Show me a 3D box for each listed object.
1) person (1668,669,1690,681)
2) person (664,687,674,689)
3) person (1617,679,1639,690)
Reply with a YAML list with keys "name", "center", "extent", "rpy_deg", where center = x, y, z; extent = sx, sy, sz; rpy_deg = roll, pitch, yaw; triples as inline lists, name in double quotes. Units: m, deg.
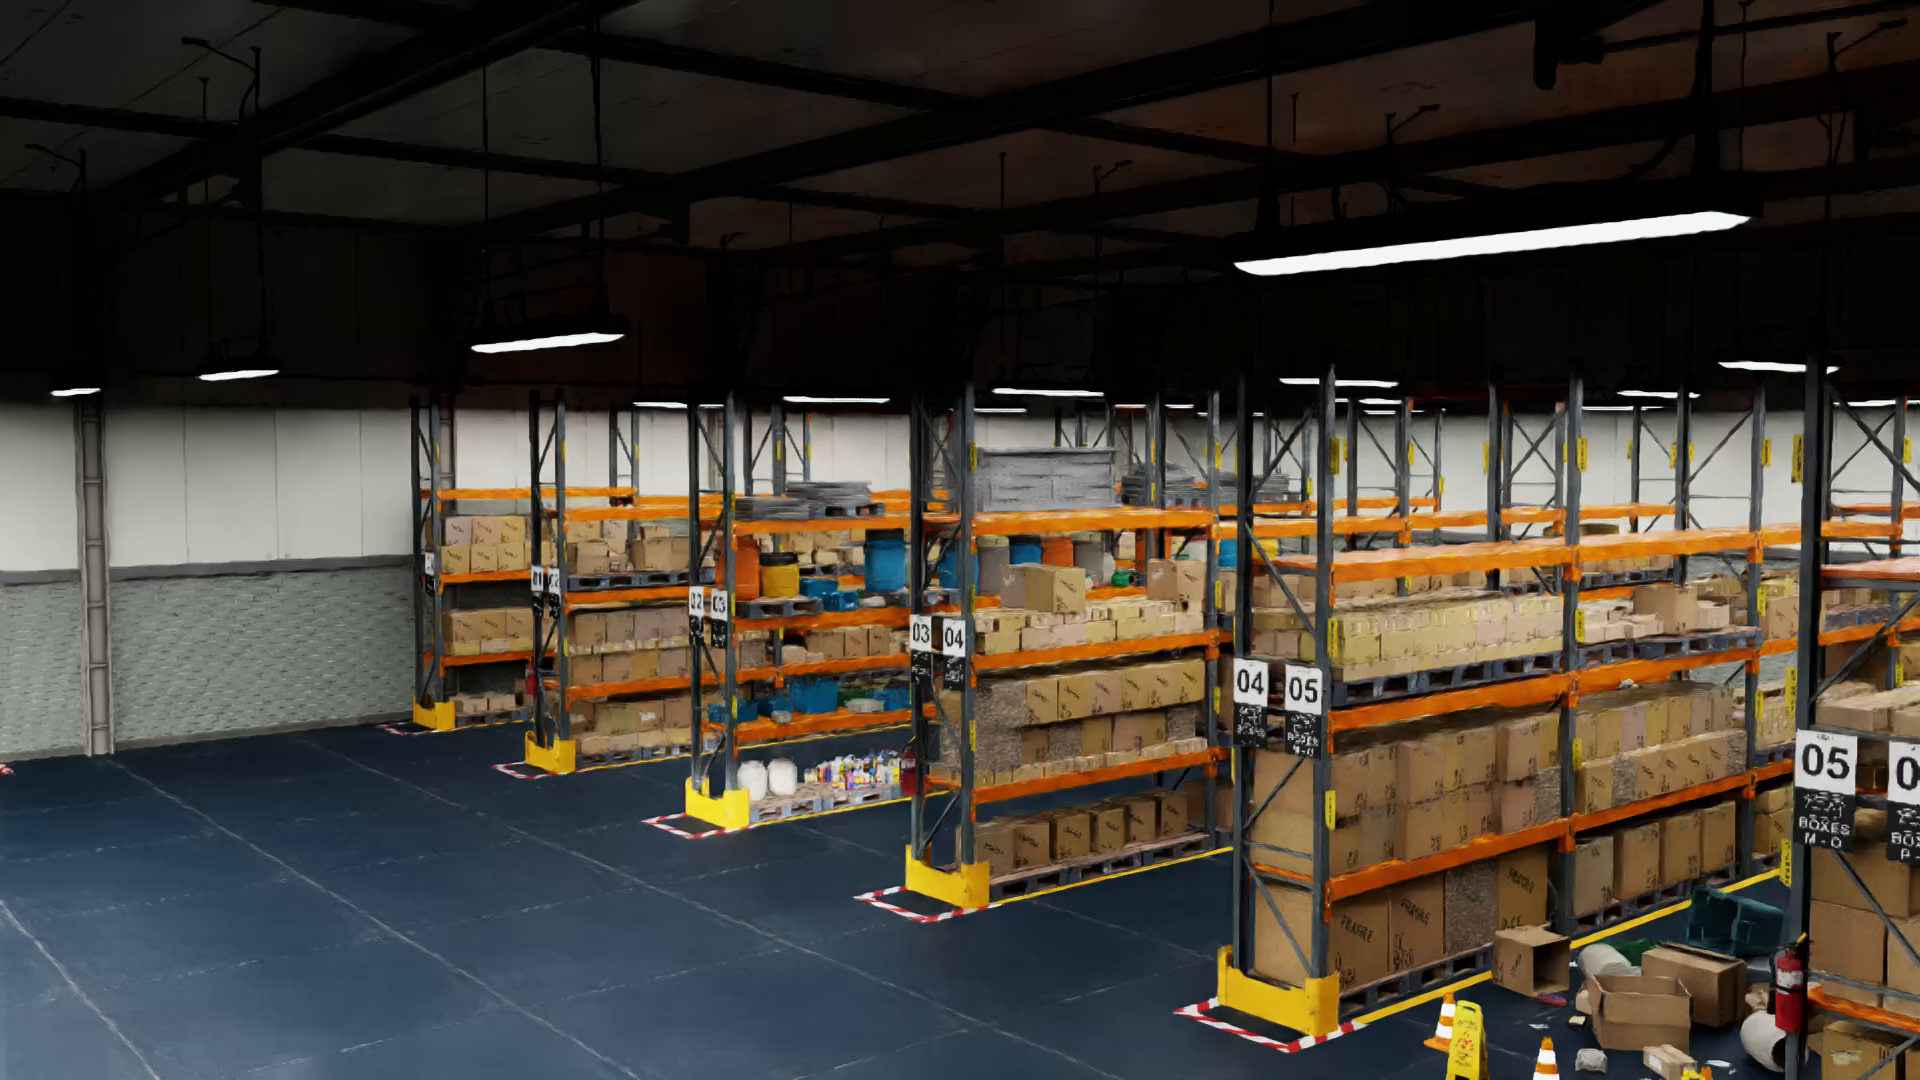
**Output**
- name: "person"
  center: [13.083, 2.538, 30.145]
  extent: [0.551, 1.707, 0.579]
  rpy_deg: [0, 3, -3]
- name: "person"
  center: [-5.409, 2.514, 30.252]
  extent: [1.107, 1.696, 0.545]
  rpy_deg: [-3, 5, -42]
- name: "person"
  center: [9.832, 2.873, 24.541]
  extent: [0.463, 1.673, 0.576]
  rpy_deg: [2, 4, 30]
